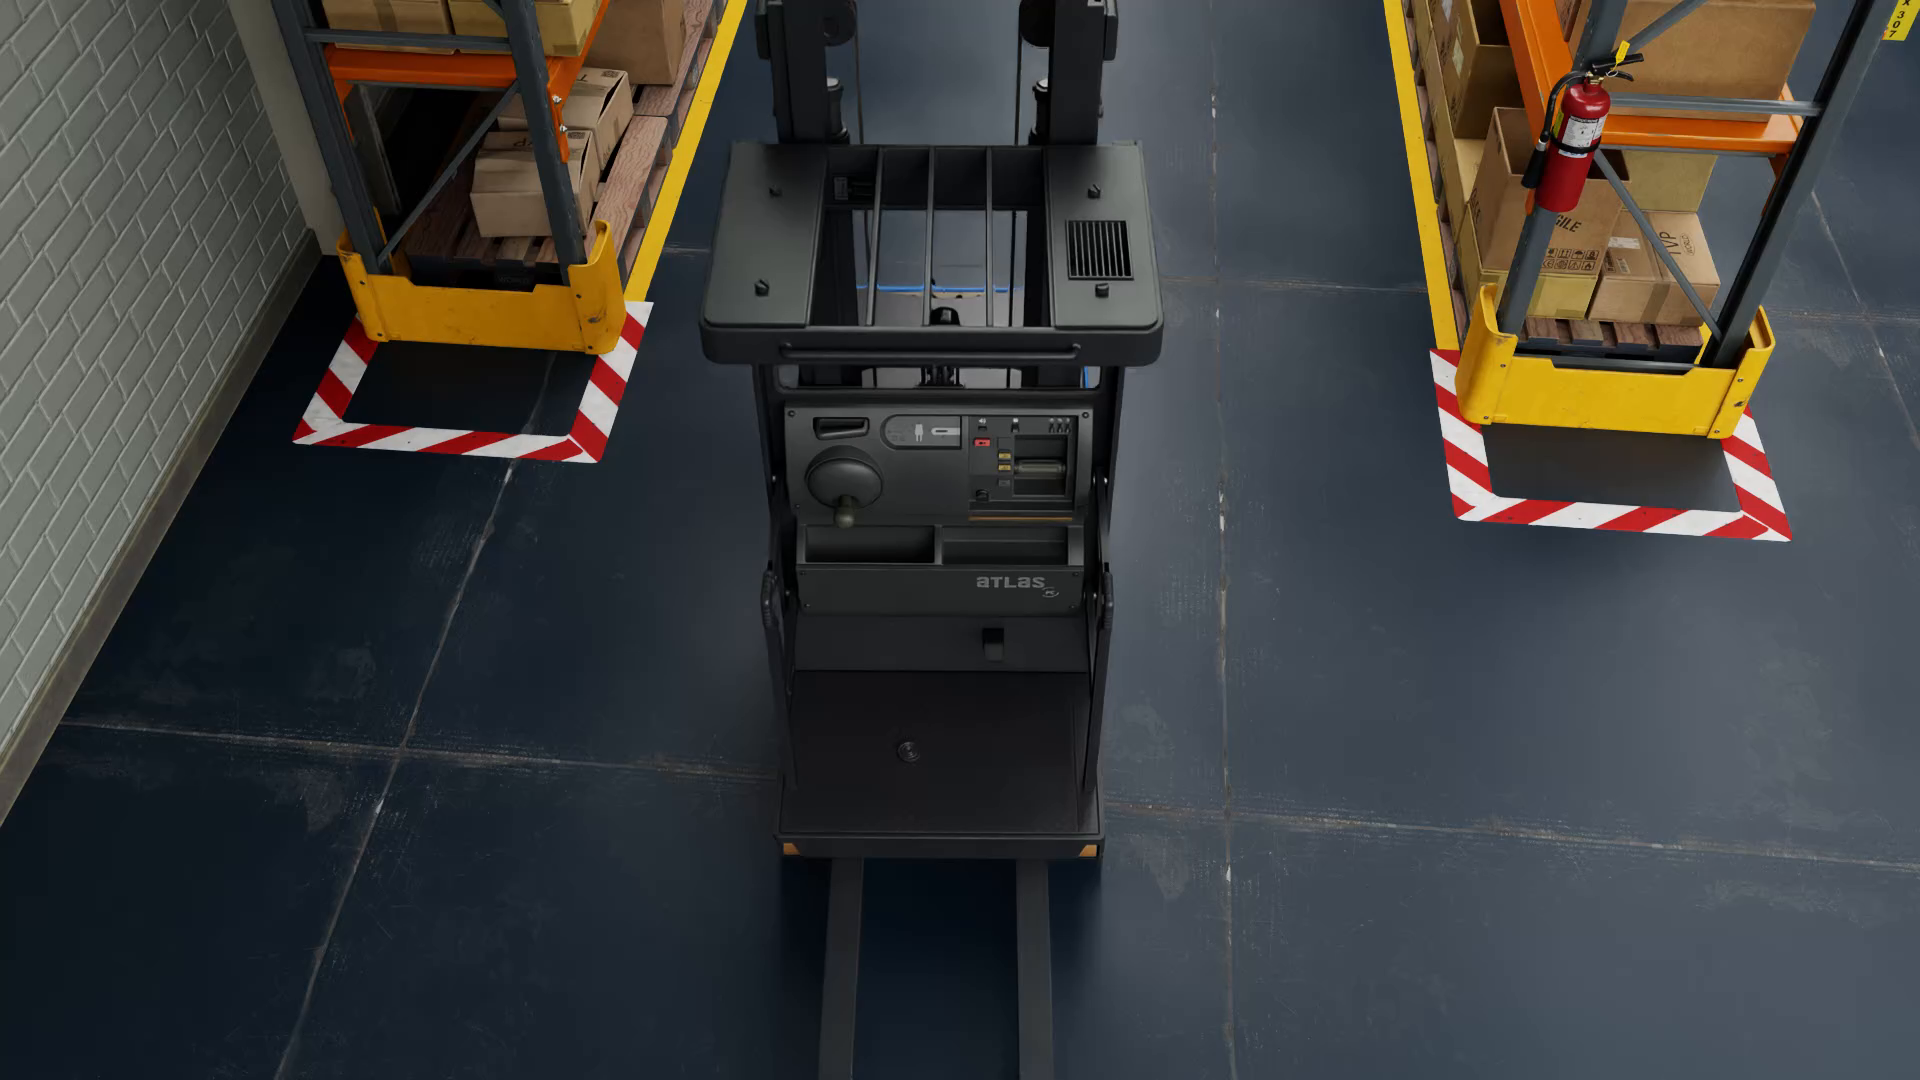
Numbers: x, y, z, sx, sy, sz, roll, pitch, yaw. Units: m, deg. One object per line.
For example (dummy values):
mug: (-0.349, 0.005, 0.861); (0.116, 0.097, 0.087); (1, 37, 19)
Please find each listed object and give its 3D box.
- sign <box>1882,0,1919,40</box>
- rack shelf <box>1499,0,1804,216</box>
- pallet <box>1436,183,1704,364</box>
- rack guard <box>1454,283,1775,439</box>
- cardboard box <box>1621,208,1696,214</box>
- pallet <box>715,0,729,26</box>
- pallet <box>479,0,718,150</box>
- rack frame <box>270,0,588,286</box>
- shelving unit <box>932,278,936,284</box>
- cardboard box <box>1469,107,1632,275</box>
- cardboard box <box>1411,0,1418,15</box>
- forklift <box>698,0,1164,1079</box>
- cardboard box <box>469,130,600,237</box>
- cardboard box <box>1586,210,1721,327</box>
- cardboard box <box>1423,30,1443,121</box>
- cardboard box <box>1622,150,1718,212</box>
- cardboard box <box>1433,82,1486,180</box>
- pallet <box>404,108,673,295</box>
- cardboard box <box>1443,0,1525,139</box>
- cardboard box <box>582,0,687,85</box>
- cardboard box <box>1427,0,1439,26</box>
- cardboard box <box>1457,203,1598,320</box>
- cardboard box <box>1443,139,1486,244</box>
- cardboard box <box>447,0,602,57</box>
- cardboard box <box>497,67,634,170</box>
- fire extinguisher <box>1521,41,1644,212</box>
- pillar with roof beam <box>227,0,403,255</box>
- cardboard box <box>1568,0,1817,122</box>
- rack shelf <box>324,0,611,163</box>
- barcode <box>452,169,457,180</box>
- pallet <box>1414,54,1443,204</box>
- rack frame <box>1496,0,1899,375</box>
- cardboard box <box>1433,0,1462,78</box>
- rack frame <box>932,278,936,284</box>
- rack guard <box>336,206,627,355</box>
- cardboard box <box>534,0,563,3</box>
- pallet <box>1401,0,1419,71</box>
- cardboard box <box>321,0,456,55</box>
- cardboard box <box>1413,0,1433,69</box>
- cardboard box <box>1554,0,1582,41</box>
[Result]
sign: (3.337, -1.906, 5.846); (0.100, 0.325, 0.005); (4, 48, 4)
rack shelf: (2.967, -2.856, 7.842); (1.077, 0.370, 4.000); (4, 48, 4)
pallet: (2.813, -1.252, 7.778); (1.003, 0.211, 1.213); (4, 48, 4)
rack guard: (2.782, -0.767, 7.139); (1.175, 0.500, 0.348); (4, 48, 4)
cardboard box: (3.097, -1.589, 7.776); (0.500, 0.250, 0.500); (4, 48, 4)
pallet: (-1.810, -3.461, 9.799); (1.003, 0.211, 1.213); (4, 48, 4)
pallet: (-1.919, -2.563, 8.977); (1.003, 0.211, 1.213); (4, 48, 4)
rack frame: (-2.149, -1.959, 6.535); (1.000, 3.000, 0.127); (4, 48, 4)
shelving unit: (0.003, -0.643, 6.754); (0.258, 0.900, 0.210); (0, 48, 0)
cardboard box: (2.537, -1.510, 7.195); (0.500, 0.500, 0.500); (4, 48, 4)
cardboard box: (2.754, -3.094, 9.152); (0.500, 0.250, 0.500); (4, 48, 4)
forklift: (-0.064, -0.131, 4.910); (1.130, 2.935, 3.031); (0, 48, 0)
cardboard box: (-1.996, -1.703, 7.824); (0.500, 0.311, 0.500); (-1, 48, -1)
cardboard box: (3.055, -1.222, 7.439); (0.500, 0.250, 0.500); (4, 48, 4)
cardboard box: (2.664, -2.359, 8.480); (0.500, 0.250, 0.500); (4, 48, 4)
cardboard box: (3.099, -1.842, 7.499); (0.500, 0.500, 0.500); (4, 48, 4)
cardboard box: (2.617, -1.992, 8.144); (0.500, 0.250, 0.500); (4, 48, 4)
pallet: (-2.033, -1.668, 8.159); (1.003, 0.211, 1.213); (4, 48, 4)
cardboard box: (2.614, -2.245, 7.868); (0.500, 0.500, 0.500); (4, 48, 4)
cardboard box: (-1.828, -2.721, 8.628); (0.700, 0.500, 0.500); (1, 48, 1)
cardboard box: (2.704, -2.980, 8.540); (0.500, 0.500, 0.500); (4, 48, 4)
cardboard box: (2.539, -1.256, 7.471); (0.500, 0.250, 0.500); (4, 48, 4)
cardboard box: (2.573, -1.625, 7.808); (0.500, 0.250, 0.500); (4, 48, 4)
cardboard box: (-1.788, -2.252, 6.891); (0.500, 0.250, 0.500); (3, 48, 2)
cardboard box: (-1.944, -2.121, 8.207); (0.500, 0.311, 0.500); (7, 48, 7)
fire extinguisher: (2.311, -1.547, 6.211); (0.296, 0.674, 0.183); (4, 48, 4)
pillar with roof beam: (1.341, -4.267, 4.580); (9.100, 9.000, 0.400); (4, 48, 4)
cardboard box: (2.840, -2.005, 6.509); (0.700, 0.500, 0.500); (4, 48, 4)
rack shelf: (-1.967, -3.186, 8.145); (1.077, 0.370, 4.000); (4, 48, 4)
barcode: (-2.393, -1.746, 7.858); (0.001, 0.075, 0.075); (4, 48, 4)
pallet: (2.926, -2.146, 8.596); (1.003, 0.211, 1.213); (4, 48, 4)
rack frame: (2.785, -1.629, 6.233); (1.000, 3.000, 0.127); (4, 48, 4)
cardboard box: (2.661, -2.613, 8.203); (0.500, 0.500, 0.500); (4, 48, 4)
rack frame: (0.004, -0.718, 6.823); (0.240, 0.900, 0.006); (0, 48, 0)
rack guard: (-2.142, -1.171, 7.508); (1.175, 0.500, 0.348); (4, 48, 4)
cardboard box: (-1.806, -2.499, 6.609); (0.500, 0.500, 0.500); (4, 48, 4)
pallet: (3.035, -3.045, 9.418); (1.003, 0.211, 1.213); (4, 48, 4)
cardboard box: (-2.299, -2.272, 6.909); (0.500, 0.250, 0.500); (4, 48, 4)
cardboard box: (2.704, -2.727, 8.816); (0.500, 0.250, 0.500); (4, 48, 4)
cardboard box: (2.883, -2.391, 6.862); (0.700, 0.500, 0.500); (5, 48, 5)
